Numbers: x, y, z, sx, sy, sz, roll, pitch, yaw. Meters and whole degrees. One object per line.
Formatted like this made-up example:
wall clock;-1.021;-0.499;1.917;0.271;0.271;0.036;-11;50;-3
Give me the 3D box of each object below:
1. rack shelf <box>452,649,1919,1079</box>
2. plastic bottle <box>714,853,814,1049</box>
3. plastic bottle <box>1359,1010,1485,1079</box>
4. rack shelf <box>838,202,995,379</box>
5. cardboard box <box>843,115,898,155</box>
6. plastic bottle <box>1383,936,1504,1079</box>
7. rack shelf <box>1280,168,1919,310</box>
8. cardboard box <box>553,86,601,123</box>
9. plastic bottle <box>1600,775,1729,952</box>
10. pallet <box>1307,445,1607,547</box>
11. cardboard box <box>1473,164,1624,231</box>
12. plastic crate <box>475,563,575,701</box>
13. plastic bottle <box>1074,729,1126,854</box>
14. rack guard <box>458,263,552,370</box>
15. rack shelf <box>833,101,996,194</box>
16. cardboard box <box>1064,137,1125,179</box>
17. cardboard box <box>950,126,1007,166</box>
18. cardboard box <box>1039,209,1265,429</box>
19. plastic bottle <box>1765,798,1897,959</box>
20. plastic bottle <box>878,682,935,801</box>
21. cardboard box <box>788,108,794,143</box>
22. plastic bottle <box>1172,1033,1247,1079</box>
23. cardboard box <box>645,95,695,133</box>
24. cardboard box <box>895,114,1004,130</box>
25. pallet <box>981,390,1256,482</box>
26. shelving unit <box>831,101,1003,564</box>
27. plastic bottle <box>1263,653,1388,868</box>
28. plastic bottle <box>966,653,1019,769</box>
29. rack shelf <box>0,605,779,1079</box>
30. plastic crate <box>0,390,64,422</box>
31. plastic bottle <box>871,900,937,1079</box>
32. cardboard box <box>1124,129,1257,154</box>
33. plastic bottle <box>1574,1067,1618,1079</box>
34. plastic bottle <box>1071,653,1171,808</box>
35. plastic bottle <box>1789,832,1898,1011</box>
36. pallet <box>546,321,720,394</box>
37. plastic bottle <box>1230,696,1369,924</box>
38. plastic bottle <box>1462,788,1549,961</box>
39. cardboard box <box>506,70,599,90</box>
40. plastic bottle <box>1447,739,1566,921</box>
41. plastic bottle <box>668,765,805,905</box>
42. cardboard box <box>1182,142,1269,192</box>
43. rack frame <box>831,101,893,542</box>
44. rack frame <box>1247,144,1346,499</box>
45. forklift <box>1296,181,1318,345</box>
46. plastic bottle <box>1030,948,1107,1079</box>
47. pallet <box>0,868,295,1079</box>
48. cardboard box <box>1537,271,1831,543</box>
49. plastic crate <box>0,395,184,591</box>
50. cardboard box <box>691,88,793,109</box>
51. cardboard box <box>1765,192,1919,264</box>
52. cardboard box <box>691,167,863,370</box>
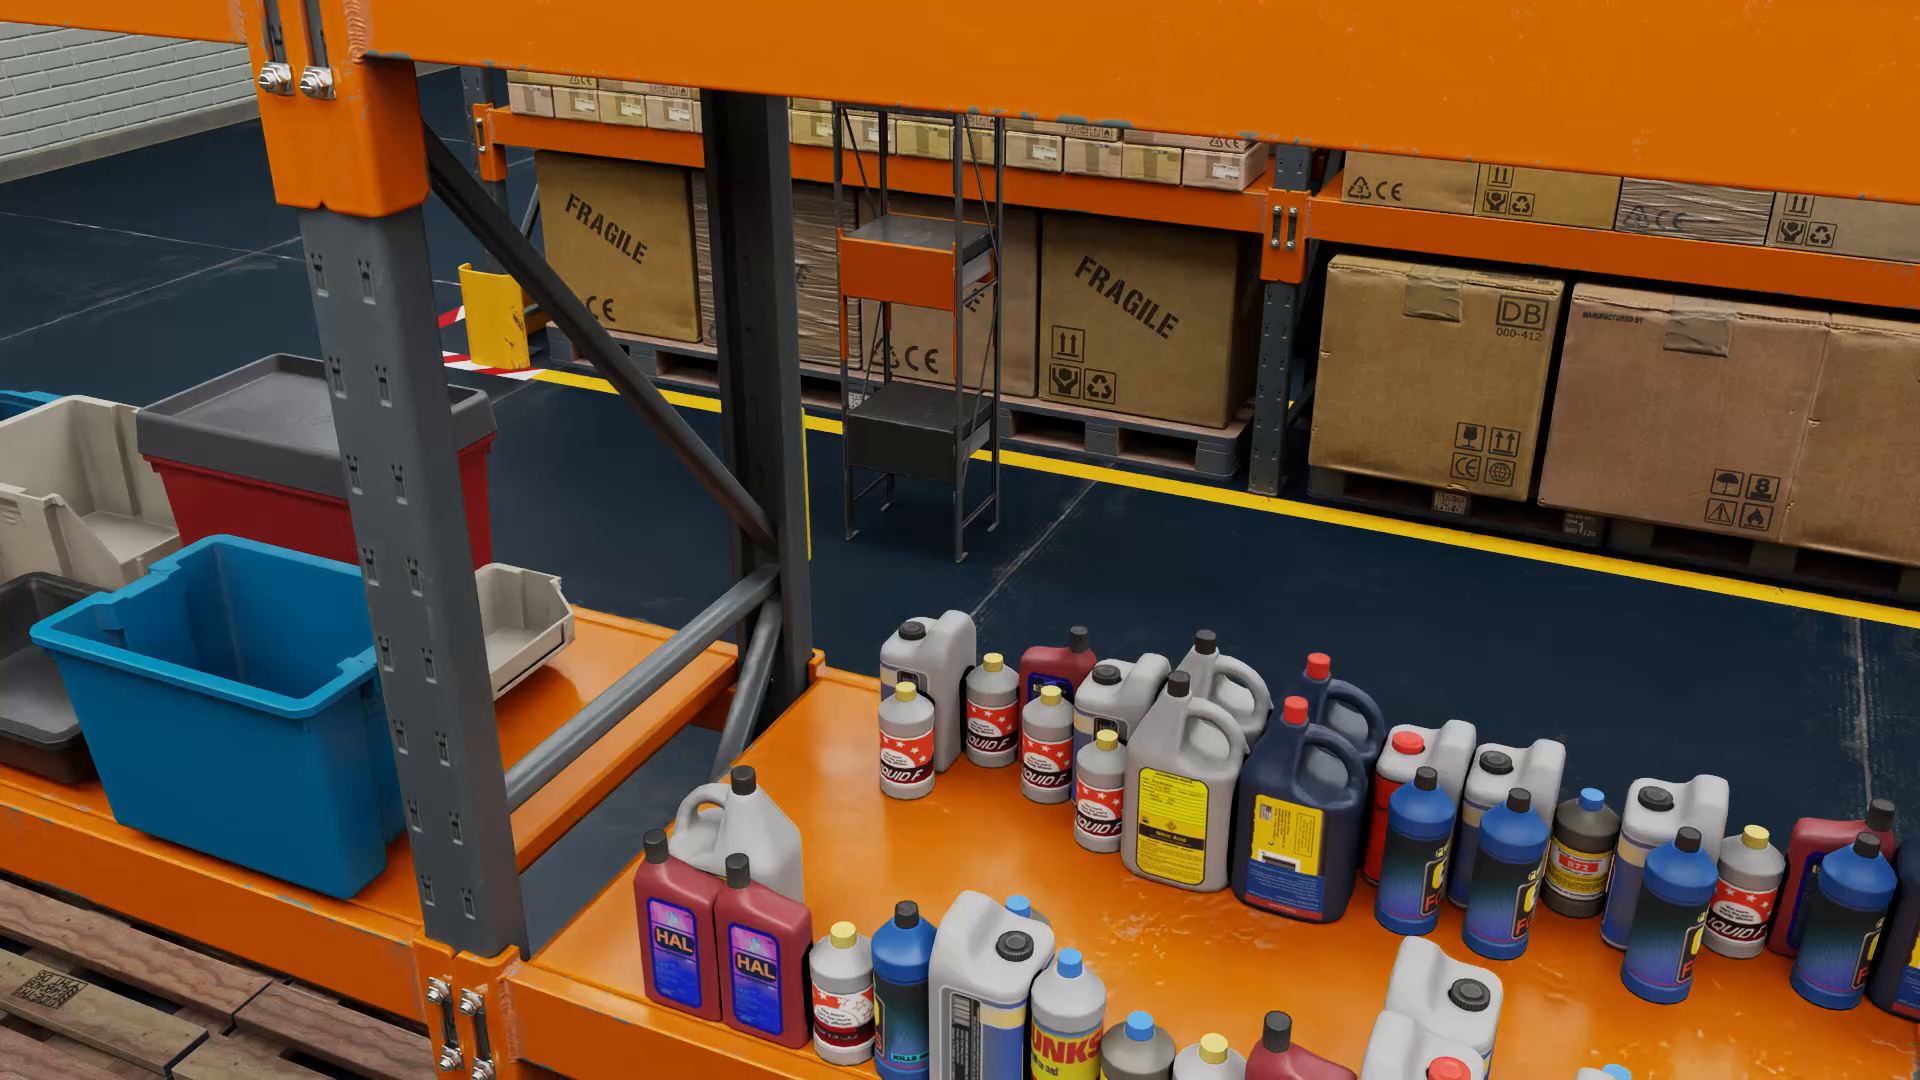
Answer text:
rack shelf;1.270;0.945;2.249;4.000;0.370;1.077;11;28;22
plastic bottle;-0.272;0.572;2.325;0.133;0.283;0.061;11;28;22
plastic bottle;0.556;0.719;2.034;0.135;0.276;0.152;11;28;22
rack shelf;-0.151;-0.960;6.354;0.480;0.518;0.431;11;28;22
cardboard box;-0.315;-1.828;7.352;0.250;0.149;0.380;12;29;23
plastic bottle;0.619;0.658;2.158;0.135;0.276;0.152;11;28;22
rack shelf;3.320;-1.047;6.295;4.000;0.370;1.077;11;28;22
cardboard box;-1.721;-2.110;7.924;0.250;0.149;0.380;11;28;21
plastic bottle;1.067;0.480;2.519;0.135;0.276;0.152;11;28;22
pallet;2.233;-0.373;7.269;1.213;0.211;1.003;11;28;22
cardboard box;2.273;-1.504;6.295;0.500;0.500;0.500;11;28;22
plastic crate;-0.915;0.205;3.168;0.243;0.136;0.396;11;28;22
plastic bottle;0.240;0.408;2.750;0.097;0.201;0.097;0;26;0
rack guard;-2.164;-1.349;8.925;0.348;0.500;1.175;11;28;22
rack shelf;-0.151;-1.588;6.045;0.480;0.518;0.431;11;28;22
cardboard box;0.618;-1.640;6.970;0.250;0.149;0.380;11;28;21
cardboard box;0.149;-1.734;7.161;0.250;0.149;0.380;12;29;23
cardboard box;0.932;-1.123;7.565;0.875;0.875;0.875;11;28;22
plastic bottle;1.297;0.501;2.469;0.133;0.283;0.061;11;28;22
plastic bottle;-0.093;0.341;2.886;0.097;0.201;0.097;0;26;0
cardboard box;-0.784;-1.922;7.542;0.250;0.149;0.380;11;28;21
plastic bottle;0.317;0.718;2.121;0.097;0.201;0.097;0;26;0
cardboard box;-1.250;-2.016;7.733;0.250;0.149;0.380;11;28;21
cardboard box;0.052;-1.963;7.175;0.500;0.250;0.500;12;29;23
pallet;0.840;-0.655;7.841;1.213;0.211;1.003;11;28;22
shelving unit;-0.151;-0.972;6.348;0.503;2.100;0.431;11;28;22
plastic bottle;0.590;0.349;2.701;0.185;0.351;0.144;11;28;22
plastic bottle;0.059;0.298;2.974;0.097;0.201;0.097;0;26;0
rack shelf;-2.371;0.213;3.735;4.000;0.370;1.077;11;28;22
plastic crate;-2.216;-0.154;3.789;0.300;0.233;0.416;11;28;22
plastic bottle;-0.071;0.609;2.264;0.097;0.271;0.097;0;26;0
cardboard box;0.989;-1.777;6.795;0.500;0.250;0.500;11;28;21
plastic bottle;0.767;0.762;1.948;0.135;0.276;0.152;11;28;22
plastic bottle;0.274;0.321;2.843;0.135;0.276;0.152;11;28;22
plastic bottle;1.280;0.541;2.400;0.097;0.271;0.097;0;26;0
pallet;-1.381;-1.101;8.747;1.213;0.211;1.003;11;28;22
plastic bottle;0.530;0.407;2.584;0.185;0.351;0.144;11;28;22
plastic bottle;0.821;0.493;2.498;0.097;0.271;0.097;0;26;0
cardboard box;-1.817;-2.336;7.933;0.500;0.250;0.500;11;28;20
plastic bottle;0.856;0.438;2.605;0.135;0.276;0.152;11;28;22
plastic bottle;-0.328;0.481;2.434;0.185;0.351;0.144;11;28;22
cardboard box;1.086;-1.546;6.780;0.250;0.149;0.380;12;28;22
rack frame;-0.373;-1.017;6.438;0.015;2.100;0.400;11;28;22
rack frame;1.499;-1.735;6.878;0.127;3.000;1.000;11;28;22
forklift;2.733;-2.370;8.246;3.031;2.935;1.130;10;28;19
plastic bottle;0.140;0.651;2.177;0.097;0.271;0.097;0;26;0
pallet;-2.351;1.166;4.143;1.213;0.211;1.003;11;28;22
cardboard box;2.904;-0.698;6.702;0.875;0.875;1.225;10;28;20
plastic crate;-1.865;-0.071;3.564;0.530;0.282;0.437;11;28;22
cardboard box;-0.885;-2.151;7.555;0.500;0.250;0.500;10;28;20
cardboard box;3.201;-1.320;5.921;0.500;0.500;0.500;12;29;23
cardboard box;-0.698;-1.450;8.230;0.875;0.875;0.875;11;28;22
